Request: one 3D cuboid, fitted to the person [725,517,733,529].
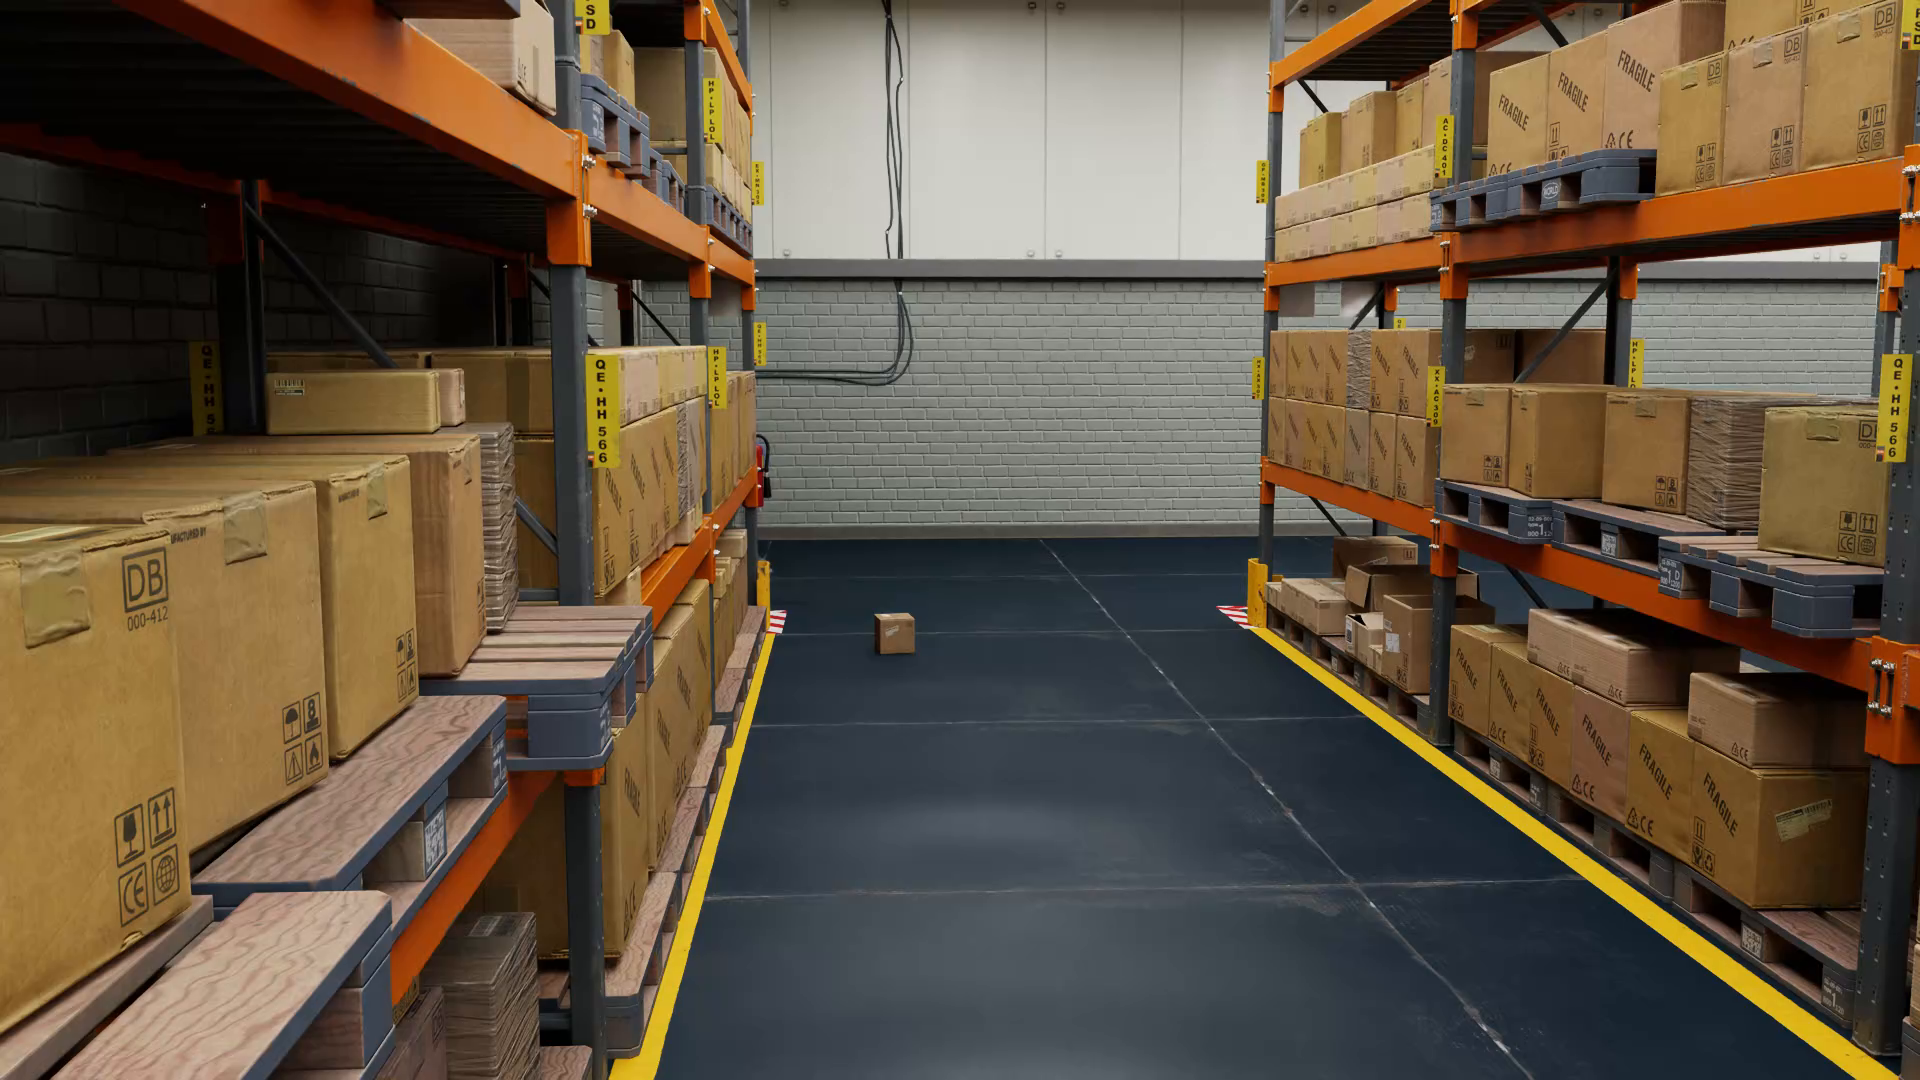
[{"bbox_3d":[-2.100,-0.273,14.097,0.490,1.671,0.487,0,7,1],"label":"person"}]
